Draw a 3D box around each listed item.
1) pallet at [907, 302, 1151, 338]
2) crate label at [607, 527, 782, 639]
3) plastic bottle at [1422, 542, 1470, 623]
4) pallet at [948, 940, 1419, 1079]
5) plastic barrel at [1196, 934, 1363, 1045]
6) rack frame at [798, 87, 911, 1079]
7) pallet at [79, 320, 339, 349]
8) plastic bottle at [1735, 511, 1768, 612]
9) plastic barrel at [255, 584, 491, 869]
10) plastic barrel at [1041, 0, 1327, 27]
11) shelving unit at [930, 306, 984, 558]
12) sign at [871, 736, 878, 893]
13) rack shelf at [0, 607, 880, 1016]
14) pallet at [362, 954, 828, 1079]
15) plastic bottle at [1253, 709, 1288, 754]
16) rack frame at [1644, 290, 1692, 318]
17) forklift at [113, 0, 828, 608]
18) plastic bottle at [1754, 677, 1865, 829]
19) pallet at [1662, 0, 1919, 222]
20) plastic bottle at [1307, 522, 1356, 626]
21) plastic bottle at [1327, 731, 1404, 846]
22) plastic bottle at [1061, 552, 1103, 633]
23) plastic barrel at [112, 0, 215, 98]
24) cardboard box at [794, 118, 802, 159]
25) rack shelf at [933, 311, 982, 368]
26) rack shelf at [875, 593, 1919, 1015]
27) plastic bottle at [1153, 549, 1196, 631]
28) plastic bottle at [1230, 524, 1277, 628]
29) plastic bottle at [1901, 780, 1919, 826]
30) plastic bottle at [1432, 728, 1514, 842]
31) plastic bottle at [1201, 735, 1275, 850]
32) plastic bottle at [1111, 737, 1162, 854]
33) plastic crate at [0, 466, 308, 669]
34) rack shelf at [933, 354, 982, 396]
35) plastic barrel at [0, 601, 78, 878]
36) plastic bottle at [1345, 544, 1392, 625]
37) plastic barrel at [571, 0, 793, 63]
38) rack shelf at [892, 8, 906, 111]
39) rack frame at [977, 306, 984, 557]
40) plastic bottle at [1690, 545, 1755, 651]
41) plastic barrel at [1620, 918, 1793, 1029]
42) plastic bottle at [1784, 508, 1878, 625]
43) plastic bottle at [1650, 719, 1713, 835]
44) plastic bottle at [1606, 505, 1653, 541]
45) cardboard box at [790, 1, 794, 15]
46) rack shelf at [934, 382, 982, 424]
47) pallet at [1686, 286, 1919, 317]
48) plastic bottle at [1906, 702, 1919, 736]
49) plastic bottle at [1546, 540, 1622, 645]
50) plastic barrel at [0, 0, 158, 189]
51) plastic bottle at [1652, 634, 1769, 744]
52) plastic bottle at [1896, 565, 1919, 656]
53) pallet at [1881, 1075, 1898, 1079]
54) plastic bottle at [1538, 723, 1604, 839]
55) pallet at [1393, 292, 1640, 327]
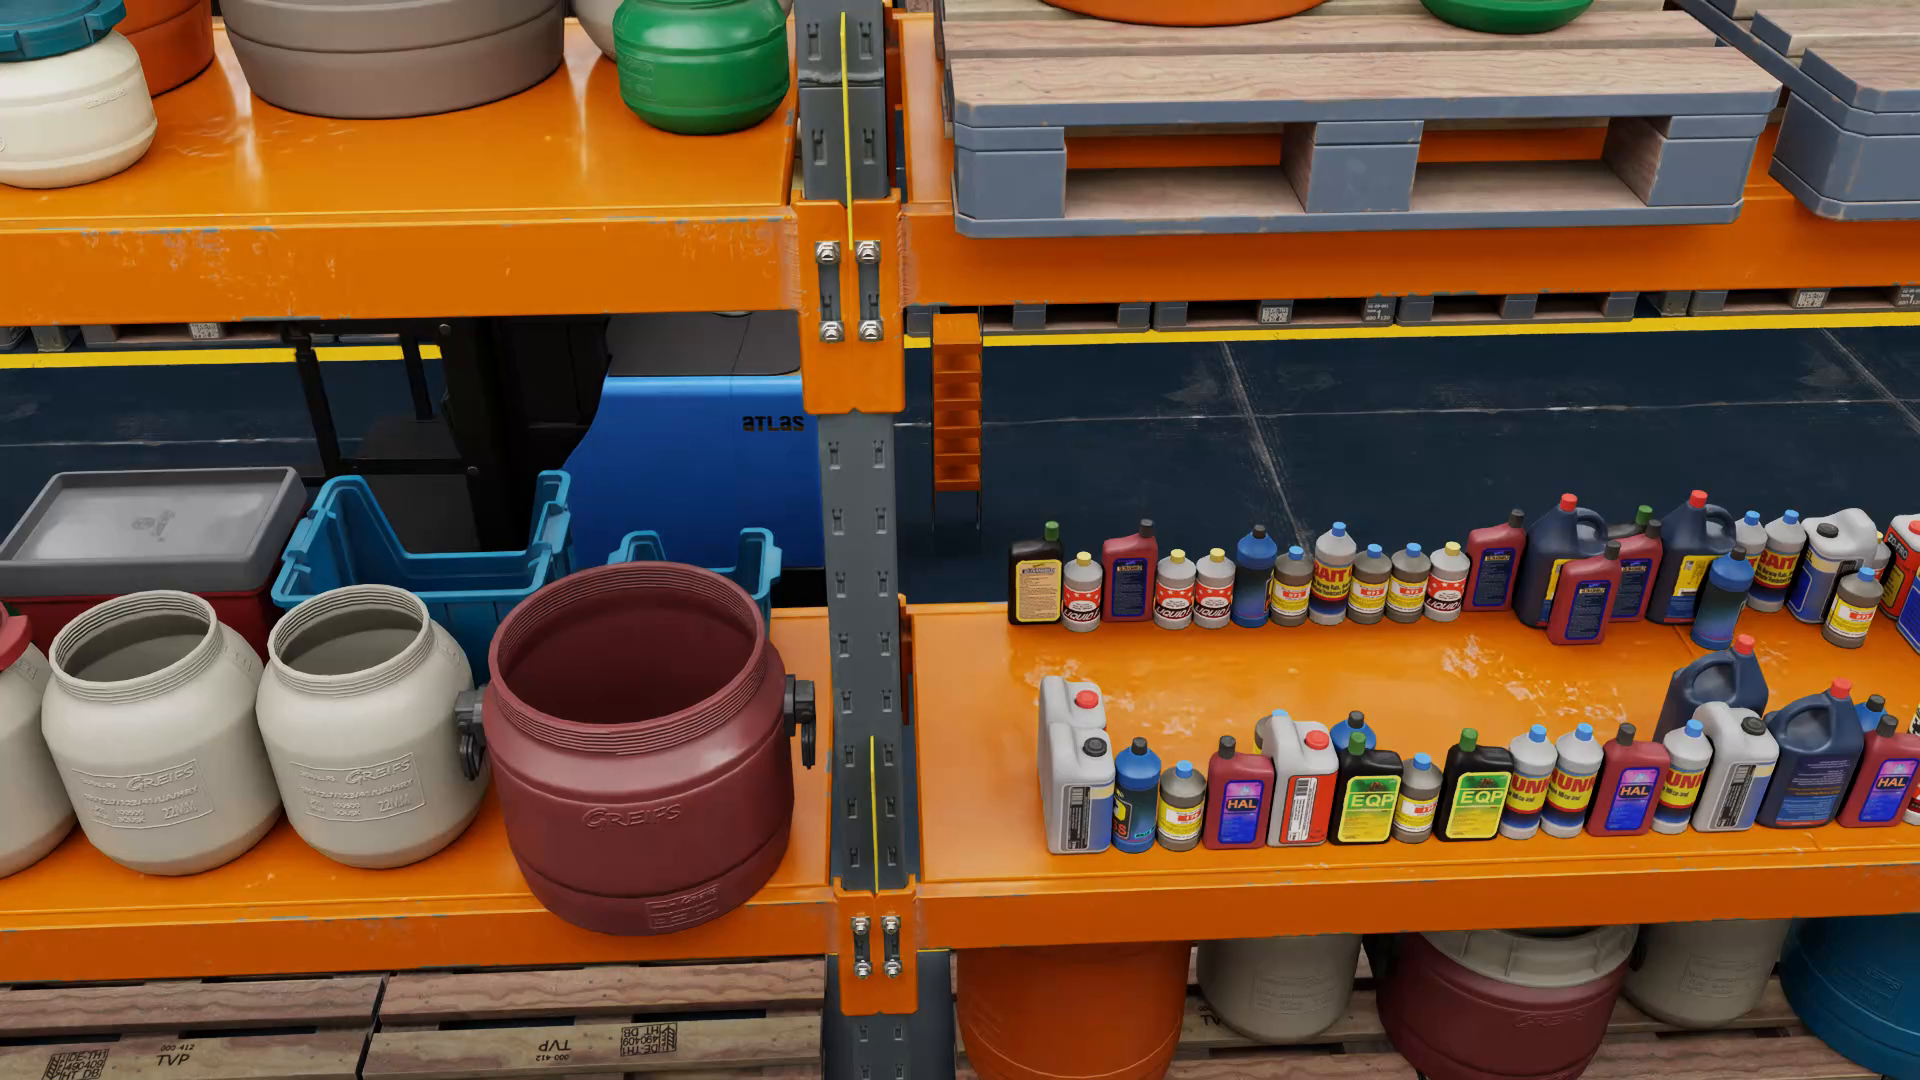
[{"bbox_3d":[0.319,-1.382,8.561,1.213,0.211,1.003,-2,35,-2],"label":"pallet"},{"bbox_3d":[-0.636,0.153,4.040,0.416,0.233,0.303,-2,35,-2],"label":"crate label"},{"bbox_3d":[1.214,0.097,4.149,0.097,0.201,0.097,0,35,0],"label":"plastic bottle"},{"bbox_3d":[0.588,1.388,4.559,1.213,0.211,1.003,-2,35,-2],"label":"pallet"},{"bbox_3d":[0.850,1.047,4.418,0.421,0.512,0.421,0,35,0],"label":"plastic barrel"},{"bbox_3d":[-0.198,0.286,3.701,0.127,3.000,1.000,-2,35,-2],"label":"rack frame"},{"bbox_3d":[-3.690,-1.318,8.468,1.213,0.211,1.003,-2,35,-2],"label":"pallet"},{"bbox_3d":[1.947,0.048,4.157,0.097,0.271,0.097,0,35,0],"label":"plastic bottle"},{"bbox_3d":[-1.215,0.389,3.454,0.421,0.512,0.421,0,35,0],"label":"plastic barrel"},{"bbox_3d":[0.370,-1.310,2.625,0.708,0.830,0.600,-2,35,-2],"label":"plastic barrel"},{"bbox_3d":[-0.014,-0.493,6.408,0.189,1.200,0.258,-2,35,-2],"label":"shelving unit"},{"bbox_3d":[-0.164,0.531,3.203,0.005,0.325,0.100,-2,35,-2],"label":"sign"},{"bbox_3d":[-2.195,0.636,3.828,4.000,0.370,1.077,-2,35,-2],"label":"rack shelf"},{"bbox_3d":[-0.973,1.431,4.496,1.213,0.211,1.003,-2,35,-2],"label":"pallet"},{"bbox_3d":[0.688,0.457,3.629,0.097,0.201,0.097,0,35,0],"label":"plastic bottle"},{"bbox_3d":[3.567,-2.638,7.925,0.127,3.000,1.000,-2,35,-2],"label":"rack frame"},{"bbox_3d":[-1.929,-1.132,5.811,3.031,2.935,1.130,0,35,-1],"label":"forklift"},{"bbox_3d":[1.795,0.439,3.523,0.185,0.351,0.144,-2,35,-2],"label":"plastic bottle"},{"bbox_3d":[1.887,-0.869,2.900,1.213,0.211,1.003,-2,35,-2],"label":"pallet"},{"bbox_3d":[0.922,0.076,4.117,0.097,0.271,0.097,0,35,0],"label":"plastic bottle"},{"bbox_3d":[0.848,0.516,3.471,0.133,0.283,0.061,-2,35,-2],"label":"plastic bottle"},{"bbox_3d":[0.302,0.121,4.113,0.097,0.201,0.097,0,35,0],"label":"plastic bottle"},{"bbox_3d":[-1.681,-1.208,2.846,0.708,0.830,0.600,-2,35,-2],"label":"plastic barrel"},{"bbox_3d":[-0.965,-1.955,8.494,0.500,0.311,0.500,0,35,-1],"label":"cardboard box"},{"bbox_3d":[-0.014,-0.752,6.228,0.180,0.103,0.258,-2,35,-2],"label":"rack shelf"},{"bbox_3d":[1.800,0.528,3.984,4.000,0.370,1.077,-2,35,-2],"label":"rack shelf"},{"bbox_3d":[0.533,0.115,4.122,0.097,0.201,0.097,0,35,0],"label":"plastic bottle"},{"bbox_3d":[0.727,0.081,4.110,0.097,0.271,0.097,0,35,0],"label":"plastic bottle"},{"bbox_3d":[2.070,0.506,3.557,0.097,0.201,0.097,0,35,0],"label":"plastic bottle"},{"bbox_3d":[1.079,0.510,3.480,0.133,0.283,0.061,-2,35,-2],"label":"plastic bottle"},{"bbox_3d":[0.580,0.523,3.461,0.133,0.283,0.061,-2,35,-2],"label":"plastic bottle"},{"bbox_3d":[0.367,0.523,3.471,0.097,0.271,0.097,0,35,0],"label":"plastic bottle"},{"bbox_3d":[-1.826,0.129,3.871,0.583,0.464,0.402,-2,35,-2],"label":"plastic crate"},{"bbox_3d":[-0.014,-0.654,6.297,0.180,0.103,0.258,-2,35,-2],"label":"rack shelf"},{"bbox_3d":[-2.062,0.405,3.409,0.433,0.535,0.433,0,35,0],"label":"plastic barrel"},{"bbox_3d":[1.019,0.102,4.141,0.097,0.201,0.097,0,35,0],"label":"plastic bottle"},{"bbox_3d":[-0.522,-1.159,3.055,0.421,0.512,0.421,0,35,0],"label":"plastic barrel"},{"bbox_3d":[1.569,-2.288,8.052,4.000,0.370,1.077,-2,35,-2],"label":"rack shelf"},{"bbox_3d":[0.077,-0.495,6.412,0.006,1.200,0.240,-2,35,-2],"label":"rack frame"},{"bbox_3d":[1.856,0.133,4.035,0.097,0.271,0.097,0,35,0],"label":"plastic bottle"},{"bbox_3d":[1.978,1.017,4.462,0.421,0.512,0.421,0,35,0],"label":"plastic barrel"},{"bbox_3d":[2.161,0.056,4.142,0.135,0.276,0.152,-2,35,-2],"label":"plastic bottle"},{"bbox_3d":[1.521,0.492,3.516,0.097,0.271,0.097,0,35,0],"label":"plastic bottle"},{"bbox_3d":[1.646,0.041,4.157,0.133,0.283,0.061,-2,35,-2],"label":"plastic bottle"},{"bbox_3d":[-0.794,-2.508,7.817,0.500,0.311,0.500,1,35,1],"label":"cardboard box"},{"bbox_3d":[-0.014,-0.555,6.365,0.180,0.103,0.258,-2,35,-2],"label":"rack shelf"},{"bbox_3d":[4.253,-1.509,8.745,1.213,0.211,1.003,-2,35,-2],"label":"pallet"},{"bbox_3d":[2.160,0.388,3.666,0.097,0.271,0.097,0,35,0],"label":"plastic bottle"},{"bbox_3d":[1.519,0.127,4.034,0.133,0.283,0.061,-2,35,-2],"label":"plastic bottle"},{"bbox_3d":[-1.457,-0.724,2.646,0.301,0.262,0.301,0,35,0],"label":"plastic barrel"},{"bbox_3d":[1.653,0.356,3.643,0.185,0.351,0.144,-2,35,-2],"label":"plastic bottle"},{"bbox_3d":[2.400,0.136,4.026,0.135,0.276,0.152,-2,35,-2],"label":"plastic bottle"},{"bbox_3d":[3.025,1.322,4.654,1.213,0.211,1.003,-2,35,-2],"label":"pallet"},{"bbox_3d":[1.290,0.498,3.507,0.097,0.271,0.097,0,35,0],"label":"plastic bottle"},{"bbox_3d":[2.757,-1.448,8.656,1.213,0.211,1.003,-2,35,-2],"label":"pallet"}]
